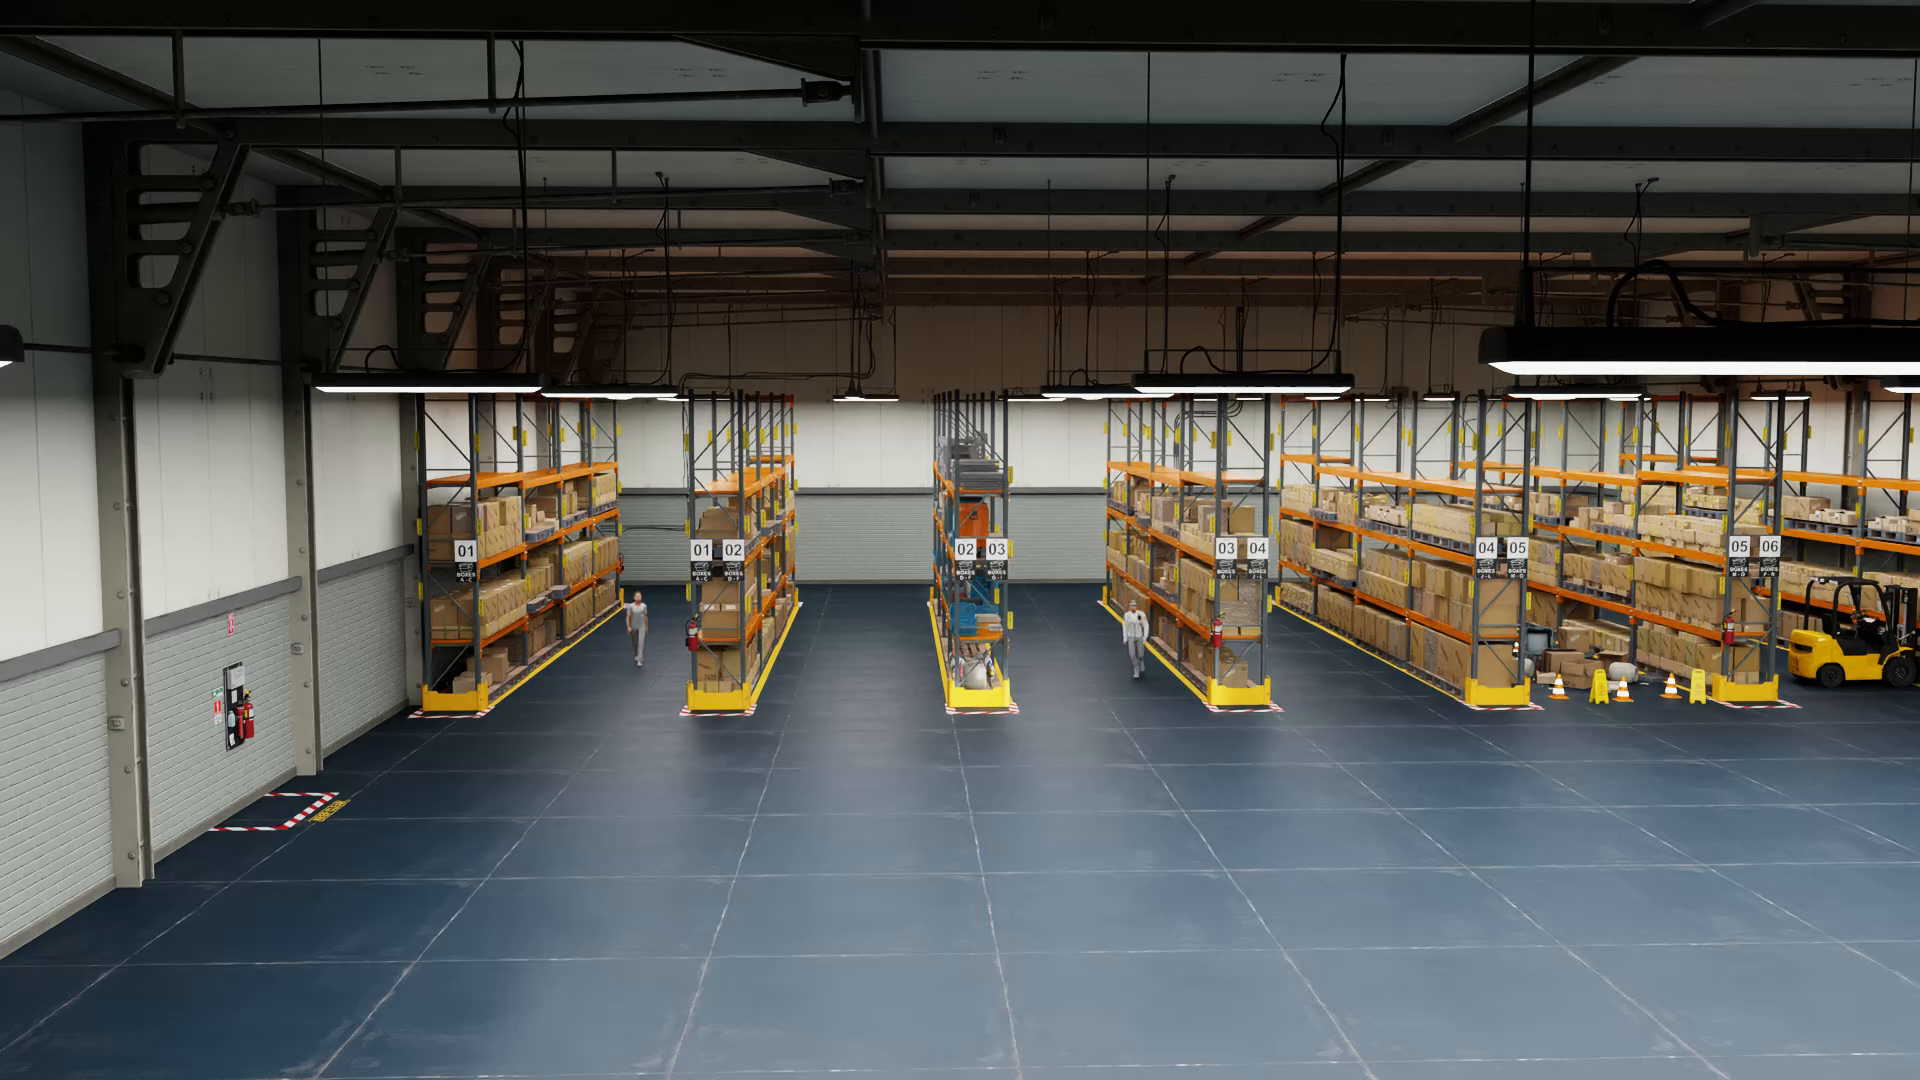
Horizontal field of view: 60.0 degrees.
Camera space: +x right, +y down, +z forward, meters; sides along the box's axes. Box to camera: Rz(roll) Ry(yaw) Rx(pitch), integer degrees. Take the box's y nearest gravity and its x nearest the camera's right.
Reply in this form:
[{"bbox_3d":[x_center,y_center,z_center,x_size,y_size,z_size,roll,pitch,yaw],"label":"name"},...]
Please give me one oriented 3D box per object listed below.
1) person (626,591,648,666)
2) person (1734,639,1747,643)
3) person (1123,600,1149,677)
[{"bbox_3d":[-7.097,1.927,36.535,0.448,1.612,1.082,0,5,-6],"label":"person"},{"bbox_3d":[17.024,1.926,36.293,0.594,1.689,0.776,-1,5,-14],"label":"person"},{"bbox_3d":[3.722,2.046,35.110,0.548,1.648,0.624,1,5,13],"label":"person"}]
